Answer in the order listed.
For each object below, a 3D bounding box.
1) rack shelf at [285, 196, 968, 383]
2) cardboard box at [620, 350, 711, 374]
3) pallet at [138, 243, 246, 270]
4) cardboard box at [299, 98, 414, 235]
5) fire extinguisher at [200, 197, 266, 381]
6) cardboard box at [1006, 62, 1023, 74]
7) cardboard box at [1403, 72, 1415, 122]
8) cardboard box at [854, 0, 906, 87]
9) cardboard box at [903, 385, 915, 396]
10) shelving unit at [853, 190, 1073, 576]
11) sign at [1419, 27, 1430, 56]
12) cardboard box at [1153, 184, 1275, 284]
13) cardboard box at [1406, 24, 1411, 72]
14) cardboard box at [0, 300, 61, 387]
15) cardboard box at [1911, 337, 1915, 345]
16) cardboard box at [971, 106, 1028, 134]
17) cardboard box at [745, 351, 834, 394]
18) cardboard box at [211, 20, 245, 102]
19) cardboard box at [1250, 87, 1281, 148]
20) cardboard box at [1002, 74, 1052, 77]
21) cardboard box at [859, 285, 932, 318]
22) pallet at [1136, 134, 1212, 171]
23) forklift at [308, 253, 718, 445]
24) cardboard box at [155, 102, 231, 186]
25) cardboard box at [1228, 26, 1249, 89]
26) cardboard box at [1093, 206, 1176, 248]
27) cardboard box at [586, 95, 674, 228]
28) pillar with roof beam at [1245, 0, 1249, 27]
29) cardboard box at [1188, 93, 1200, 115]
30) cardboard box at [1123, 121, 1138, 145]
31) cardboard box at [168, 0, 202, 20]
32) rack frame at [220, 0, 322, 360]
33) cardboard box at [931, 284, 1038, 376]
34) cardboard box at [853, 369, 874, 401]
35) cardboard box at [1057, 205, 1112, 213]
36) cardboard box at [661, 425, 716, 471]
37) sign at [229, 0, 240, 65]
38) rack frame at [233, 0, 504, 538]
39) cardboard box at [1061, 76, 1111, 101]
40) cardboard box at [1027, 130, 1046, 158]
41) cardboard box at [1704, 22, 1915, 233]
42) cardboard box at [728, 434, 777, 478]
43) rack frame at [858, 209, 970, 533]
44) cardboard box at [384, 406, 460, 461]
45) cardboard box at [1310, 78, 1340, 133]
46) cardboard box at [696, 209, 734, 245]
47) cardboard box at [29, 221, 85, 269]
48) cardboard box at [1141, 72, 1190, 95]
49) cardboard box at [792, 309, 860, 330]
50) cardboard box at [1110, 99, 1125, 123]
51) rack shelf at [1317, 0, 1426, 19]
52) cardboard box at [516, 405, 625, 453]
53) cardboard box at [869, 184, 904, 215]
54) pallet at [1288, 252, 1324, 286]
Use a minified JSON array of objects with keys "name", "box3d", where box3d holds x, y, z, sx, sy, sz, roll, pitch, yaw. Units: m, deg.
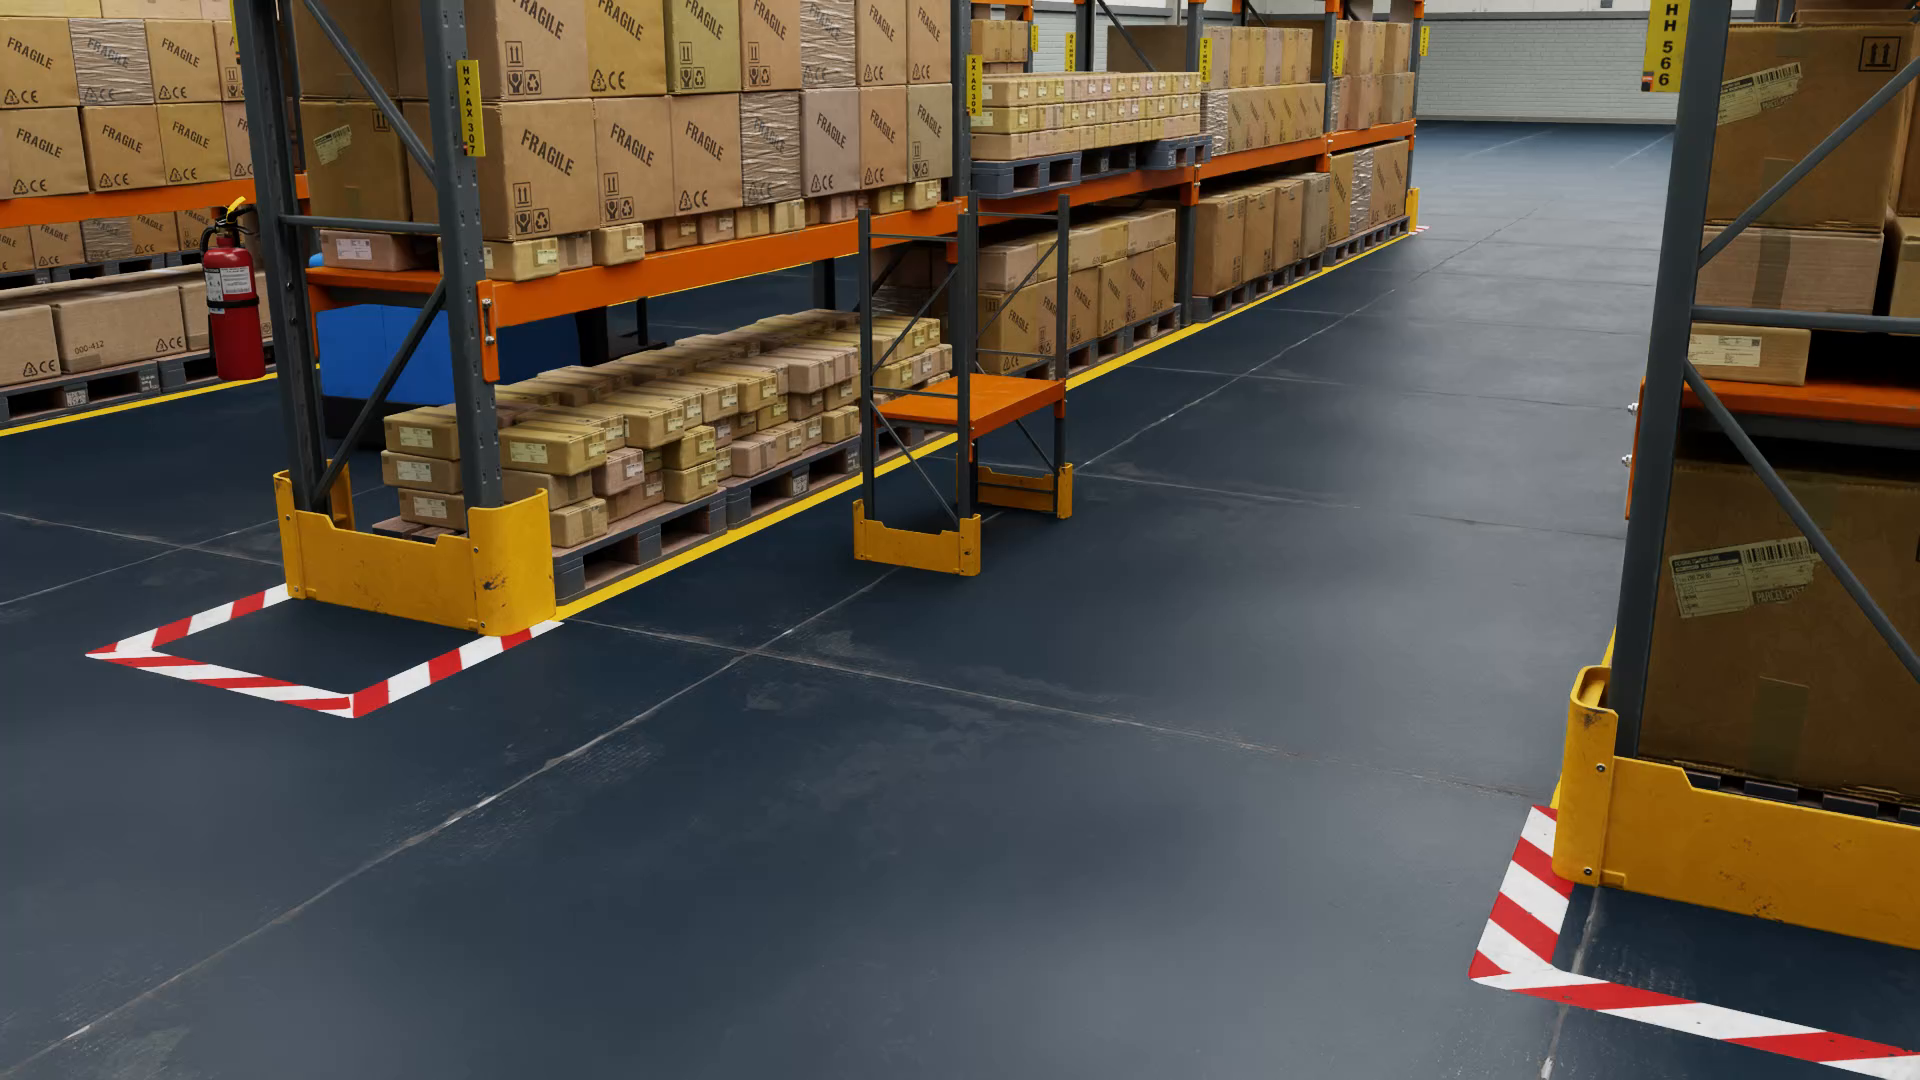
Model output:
[{"name":"rack shelf","box3d":[-1.306,-1.328,7.991,1.077,0.370,4.000,8,18,25]},{"name":"cardboard box","box3d":[-1.472,-0.846,8.329,0.380,0.149,0.250,8,18,26]},{"name":"pallet","box3d":[-7.908,-2.914,16.963,1.003,0.211,1.213,8,18,25]},{"name":"cardboard box","box3d":[-2.229,-1.501,6.612,0.500,0.500,0.500,9,19,26]},{"name":"fire extinguisher","box3d":[-2.725,-0.942,6.219,0.296,0.674,0.183,8,18,25]},{"name":"cardboard box","box3d":[0.481,-5.860,21.288,0.500,0.500,0.500,8,18,24]},{"name":"cardboard box","box3d":[4.825,-5.211,19.536,0.875,0.550,0.550,8,18,25]},{"name":"cardboard box","box3d":[-0.606,-2.566,8.440,0.500,0.500,0.500,7,18,24]},{"name":"cardboard box","box3d":[-0.473,-0.818,9.280,0.380,0.149,0.250,9,19,27]},{"name":"shelving unit","box3d":[0.034,-0.738,7.376,0.587,1.500,1.083,8,18,25]},{"name":"sign","box3d":[5.429,-5.835,19.452,0.100,0.325,0.005,8,18,25]},{"name":"cardboard box","box3d":[2.116,-2.691,14.529,1.050,0.750,0.750,8,19,26]},{"name":"cardboard box","box3d":[4.750,-5.739,19.418,0.875,0.550,0.550,8,18,25]},{"name":"cardboard box","box3d":[-6.066,-1.156,9.909,0.875,0.438,0.875,9,19,27]},{"name":"cardboard box","box3d":[2.990,-0.632,4.825,0.380,0.149,0.250,8,18,25]},{"name":"cardboard box","box3d":[0.175,-2.448,9.678,0.380,0.149,0.250,8,19,26]},{"name":"cardboard box","box3d":[-0.855,-0.837,8.298,0.380,0.149,0.250,7,18,23]},{"name":"cardboard box","box3d":[-4.849,-3.158,10.958,0.500,0.500,0.500,8,18,25]},{"name":"cardboard box","box3d":[2.492,-3.714,14.585,0.500,0.500,0.500,8,18,25]},{"name":"cardboard box","box3d":[0.410,-3.139,11.484,0.380,0.149,0.250,9,19,27]},{"name":"cardboard box","box3d":[-0.307,-1.406,10.642,0.500,0.500,0.500,8,18,24]},{"name":"pallet","box3d":[1.152,-2.914,12.404,1.213,0.211,1.003,8,18,25]},{"name":"forklift","box3d":[-2.523,-2.250,9.952,1.130,2.935,3.031,6,18,20]},{"name":"cardboard box","box3d":[-5.089,-2.552,10.672,0.500,0.500,0.500,8,18,24]},{"name":"cardboard box","box3d":[2.037,-4.101,14.133,0.700,0.500,0.500,8,18,25]},{"name":"cardboard box","box3d":[1.304,-2.356,12.524,0.500,0.250,0.500,8,18,24]},{"name":"cardboard box","box3d":[-1.535,-1.573,6.853,0.500,0.500,0.500,8,18,25]},{"name":"pillar with roof beam","box3d":[12.173,-16.380,46.869,9.100,9.000,0.400,8,18,25]},{"name":"cardboard box","box3d":[1.562,-3.241,12.349,0.380,0.149,0.250,9,19,27]},{"name":"cardboard box","box3d":[0.988,-2.772,11.292,0.380,0.149,0.250,9,19,27]},{"name":"cardboard box","box3d":[-5.074,-3.390,10.599,0.380,0.149,0.250,8,18,25]},{"name":"rack frame","box3d":[-4.886,-2.786,11.637,1.000,3.000,0.127,8,18,25]},{"name":"cardboard box","box3d":[0.155,-1.340,10.420,0.500,0.500,0.500,9,19,28]},{"name":"cardboard box","box3d":[-0.682,-0.847,8.853,0.380,0.149,0.250,8,18,26]},{"name":"cardboard box","box3d":[0.851,-2.419,12.736,0.500,0.250,0.500,7,18,23]},{"name":"cardboard box","box3d":[-1.321,-0.429,7.448,0.380,0.149,0.250,9,19,27]},{"name":"sign","box3d":[-2.687,-1.946,6.218,0.100,0.325,0.005,8,18,25]},{"name":"rack frame","box3d":[-2.199,-1.163,6.173,1.000,3.000,0.127,8,18,25]},{"name":"cardboard box","box3d":[0.752,-2.920,10.745,0.380,0.149,0.250,9,19,27]},{"name":"cardboard box","box3d":[0.294,-2.376,9.961,0.380,0.149,0.250,8,19,26]},{"name":"cardboard box","box3d":[2.175,-1.094,4.365,0.500,0.500,0.500,8,18,26]},{"name":"cardboard box","box3d":[-1.100,-0.413,7.915,0.380,0.149,0.250,7,18,23]},{"name":"rack frame","box3d":[-0.189,-0.611,6.948,0.500,1.500,0.032,8,18,25]},{"name":"cardboard box","box3d":[-2.190,-0.450,6.997,0.380,0.149,0.250,8,18,26]},{"name":"cardboard box","box3d":[3.317,-4.387,16.764,0.875,0.550,0.550,8,18,25]},{"name":"cardboard box","box3d":[-1.245,-1.424,7.493,0.380,0.149,0.250,8,18,24]},{"name":"cardboard box","box3d":[-8.454,-2.778,15.262,0.500,0.500,0.500,8,18,24]},{"name":"cardboard box","box3d":[1.452,-3.320,12.094,0.380,0.149,0.250,8,18,25]},{"name":"cardboard box","box3d":[-0.751,-1.241,9.658,0.380,0.149,0.250,9,19,28]},{"name":"cardboard box","box3d":[0.872,-2.846,11.020,0.380,0.149,0.250,8,18,24]},{"name":"rack shelf","box3d":[4.056,-5.823,17.855,1.077,0.370,4.000,8,18,25]},{"name":"cardboard box","box3d":[-1.646,-0.459,7.026,0.380,0.149,0.250,8,19,26]},{"name":"cardboard box","box3d":[-0.521,-1.819,8.823,0.380,0.149,0.250,9,19,28]},{"name":"pallet","box3d":[2.885,-2.677,16.167,1.003,0.211,1.213,8,18,25]}]
